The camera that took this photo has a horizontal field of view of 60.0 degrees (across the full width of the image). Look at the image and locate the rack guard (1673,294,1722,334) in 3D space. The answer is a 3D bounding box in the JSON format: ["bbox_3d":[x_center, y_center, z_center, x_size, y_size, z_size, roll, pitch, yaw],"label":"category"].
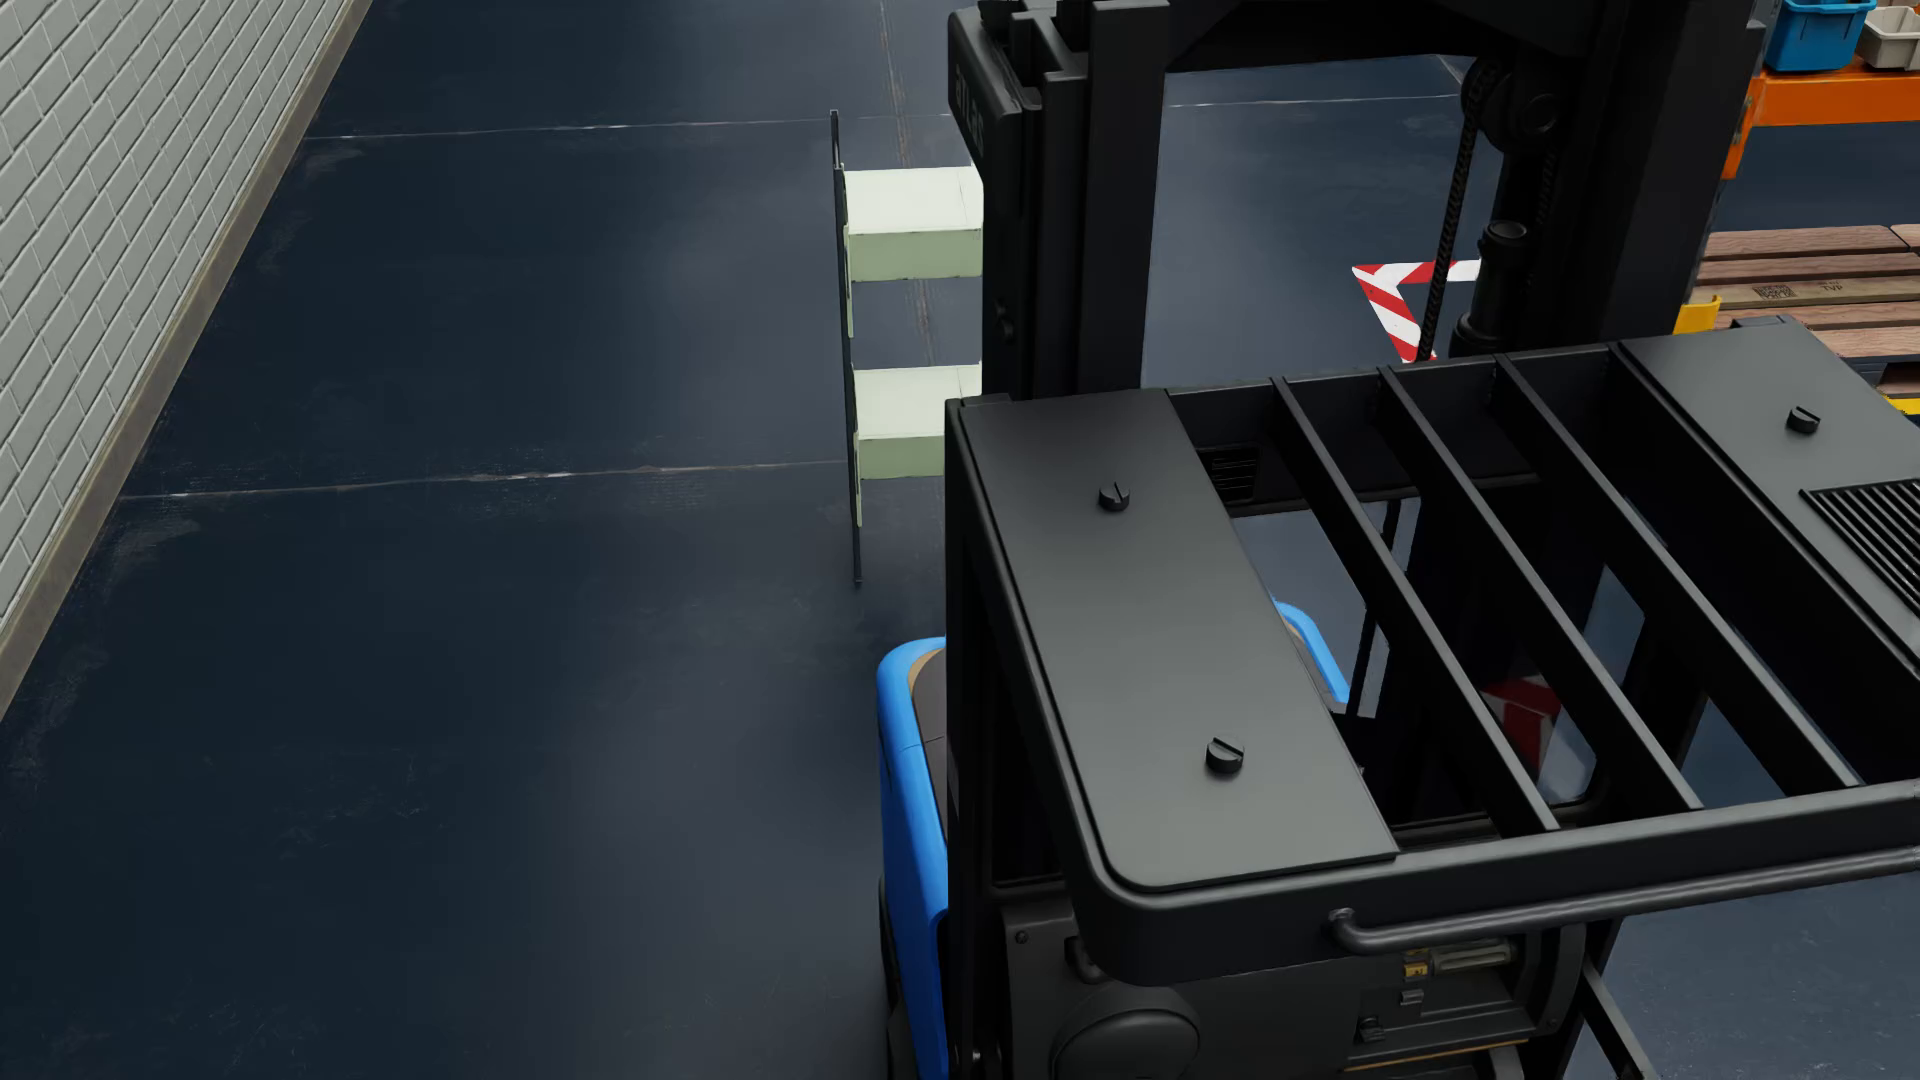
[{"bbox_3d":[2.561,-1.010,6.626,0.348,0.500,1.175,-3,38,-4],"label":"rack guard"}]

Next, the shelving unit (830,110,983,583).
[{"bbox_3d":[0.007,-0.589,5.286,0.755,1.500,0.431,-3,38,-4],"label":"shelving unit"}]

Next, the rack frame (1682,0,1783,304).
[{"bbox_3d":[2.584,-2.000,5.864,0.127,3.000,1.000,-3,38,-4],"label":"rack frame"}]

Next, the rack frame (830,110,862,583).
[{"bbox_3d":[-0.358,-0.569,5.260,0.023,1.500,0.400,-3,38,-4],"label":"rack frame"}]

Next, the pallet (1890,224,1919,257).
[{"bbox_3d":[4.621,-0.992,6.837,1.213,0.211,1.003,-3,38,-4],"label":"pallet"}]

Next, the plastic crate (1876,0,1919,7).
[{"bbox_3d":[3.380,-2.077,6.125,0.243,0.136,0.396,-3,38,-4],"label":"plastic crate"}]

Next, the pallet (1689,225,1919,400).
[{"bbox_3d":[3.409,-0.927,6.755,1.213,0.211,1.003,-3,38,-4],"label":"pallet"}]

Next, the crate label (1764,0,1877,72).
[{"bbox_3d":[2.859,-1.769,5.657,0.303,0.233,0.416,-3,38,-4],"label":"crate label"}]

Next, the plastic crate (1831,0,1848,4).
[{"bbox_3d":[2.901,-2.171,6.004,0.499,0.435,0.616,-3,38,-4],"label":"plastic crate"}]

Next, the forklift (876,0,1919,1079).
[{"bbox_3d":[0.569,0.767,2.412,1.130,2.935,3.031,-7,39,-8],"label":"forklift"}]

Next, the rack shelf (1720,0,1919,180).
[{"bbox_3d":[4.576,-1.828,6.226,4.000,0.370,1.077,-3,38,-4],"label":"rack shelf"}]

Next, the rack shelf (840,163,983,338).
[{"bbox_3d":[0.007,-0.896,5.044,0.720,0.370,0.431,-3,38,-4],"label":"rack shelf"}]

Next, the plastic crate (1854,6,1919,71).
[{"bbox_3d":[3.186,-1.697,5.644,0.298,0.136,0.250,-3,38,-4],"label":"plastic crate"}]

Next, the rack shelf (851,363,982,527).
[{"bbox_3d":[0.007,-0.333,5.488,0.720,0.370,0.431,-3,38,-4],"label":"rack shelf"}]
